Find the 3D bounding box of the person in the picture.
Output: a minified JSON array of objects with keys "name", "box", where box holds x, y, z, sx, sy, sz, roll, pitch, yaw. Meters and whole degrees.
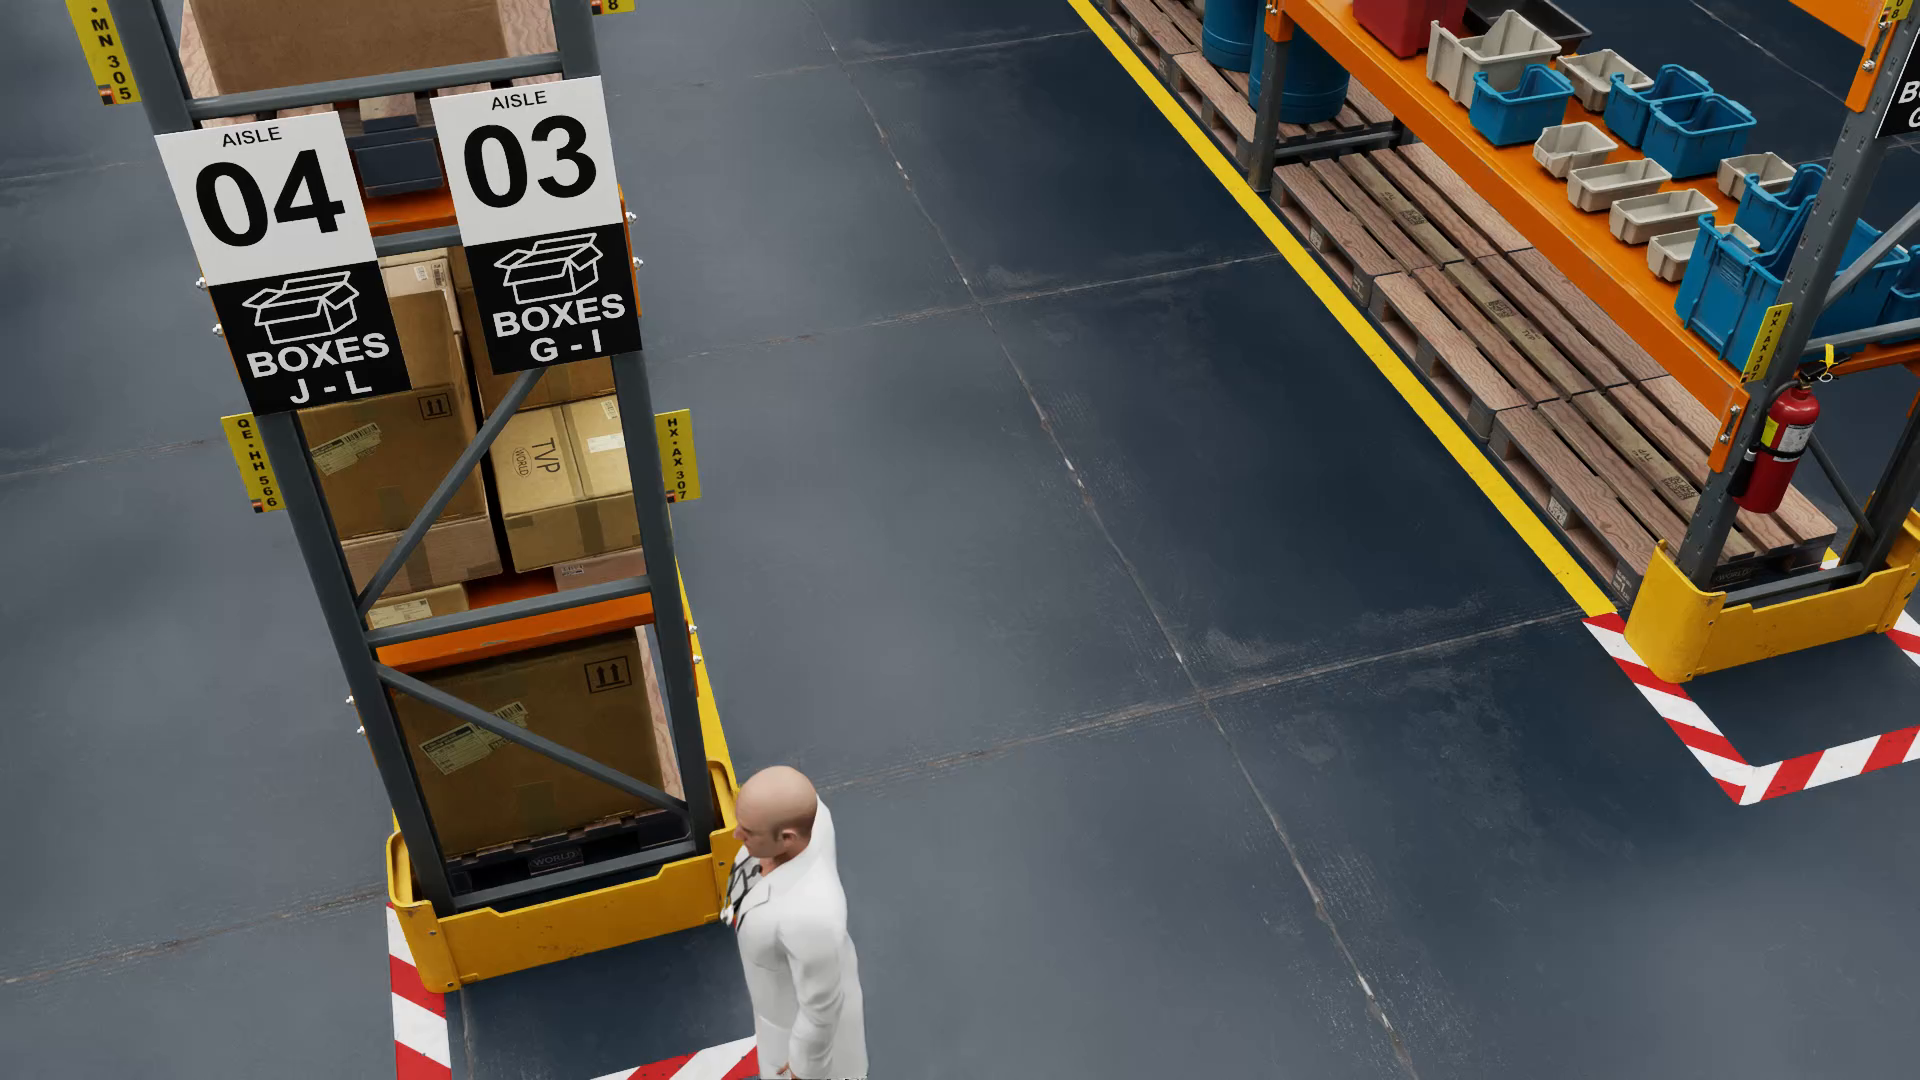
[{"name":"person","box":[-0.436,1.286,4.702,0.416,1.779,0.667,-6,42,-6]}]
